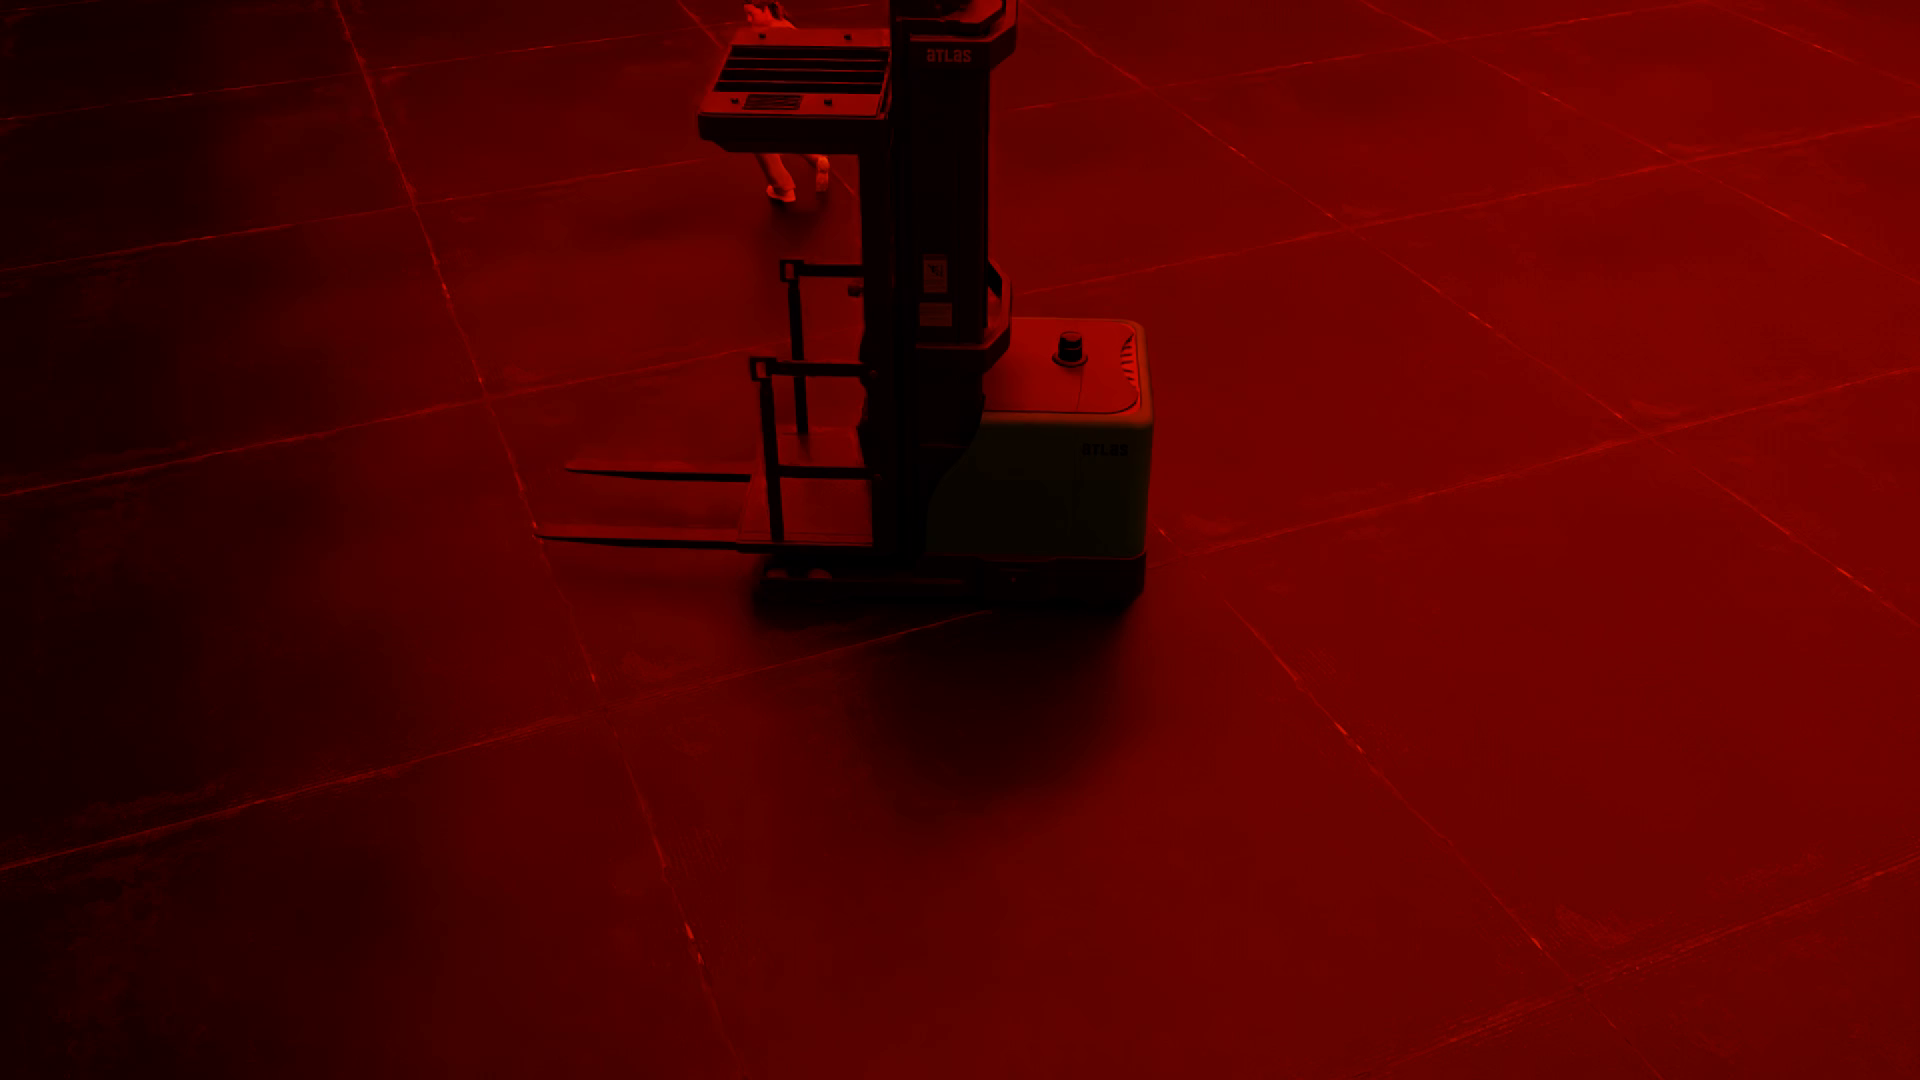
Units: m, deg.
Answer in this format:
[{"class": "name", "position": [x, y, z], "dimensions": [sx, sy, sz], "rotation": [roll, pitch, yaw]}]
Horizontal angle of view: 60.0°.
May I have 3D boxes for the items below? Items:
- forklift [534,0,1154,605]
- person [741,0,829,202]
[{"class": "forklift", "position": [-0.592, -1.190, 7.772], "dimensions": [3.031, 2.935, 1.130], "rotation": [2, 35, 2]}, {"class": "person", "position": [-1.220, -3.160, 11.784], "dimensions": [0.526, 1.504, 0.847], "rotation": [15, 38, 21]}]
